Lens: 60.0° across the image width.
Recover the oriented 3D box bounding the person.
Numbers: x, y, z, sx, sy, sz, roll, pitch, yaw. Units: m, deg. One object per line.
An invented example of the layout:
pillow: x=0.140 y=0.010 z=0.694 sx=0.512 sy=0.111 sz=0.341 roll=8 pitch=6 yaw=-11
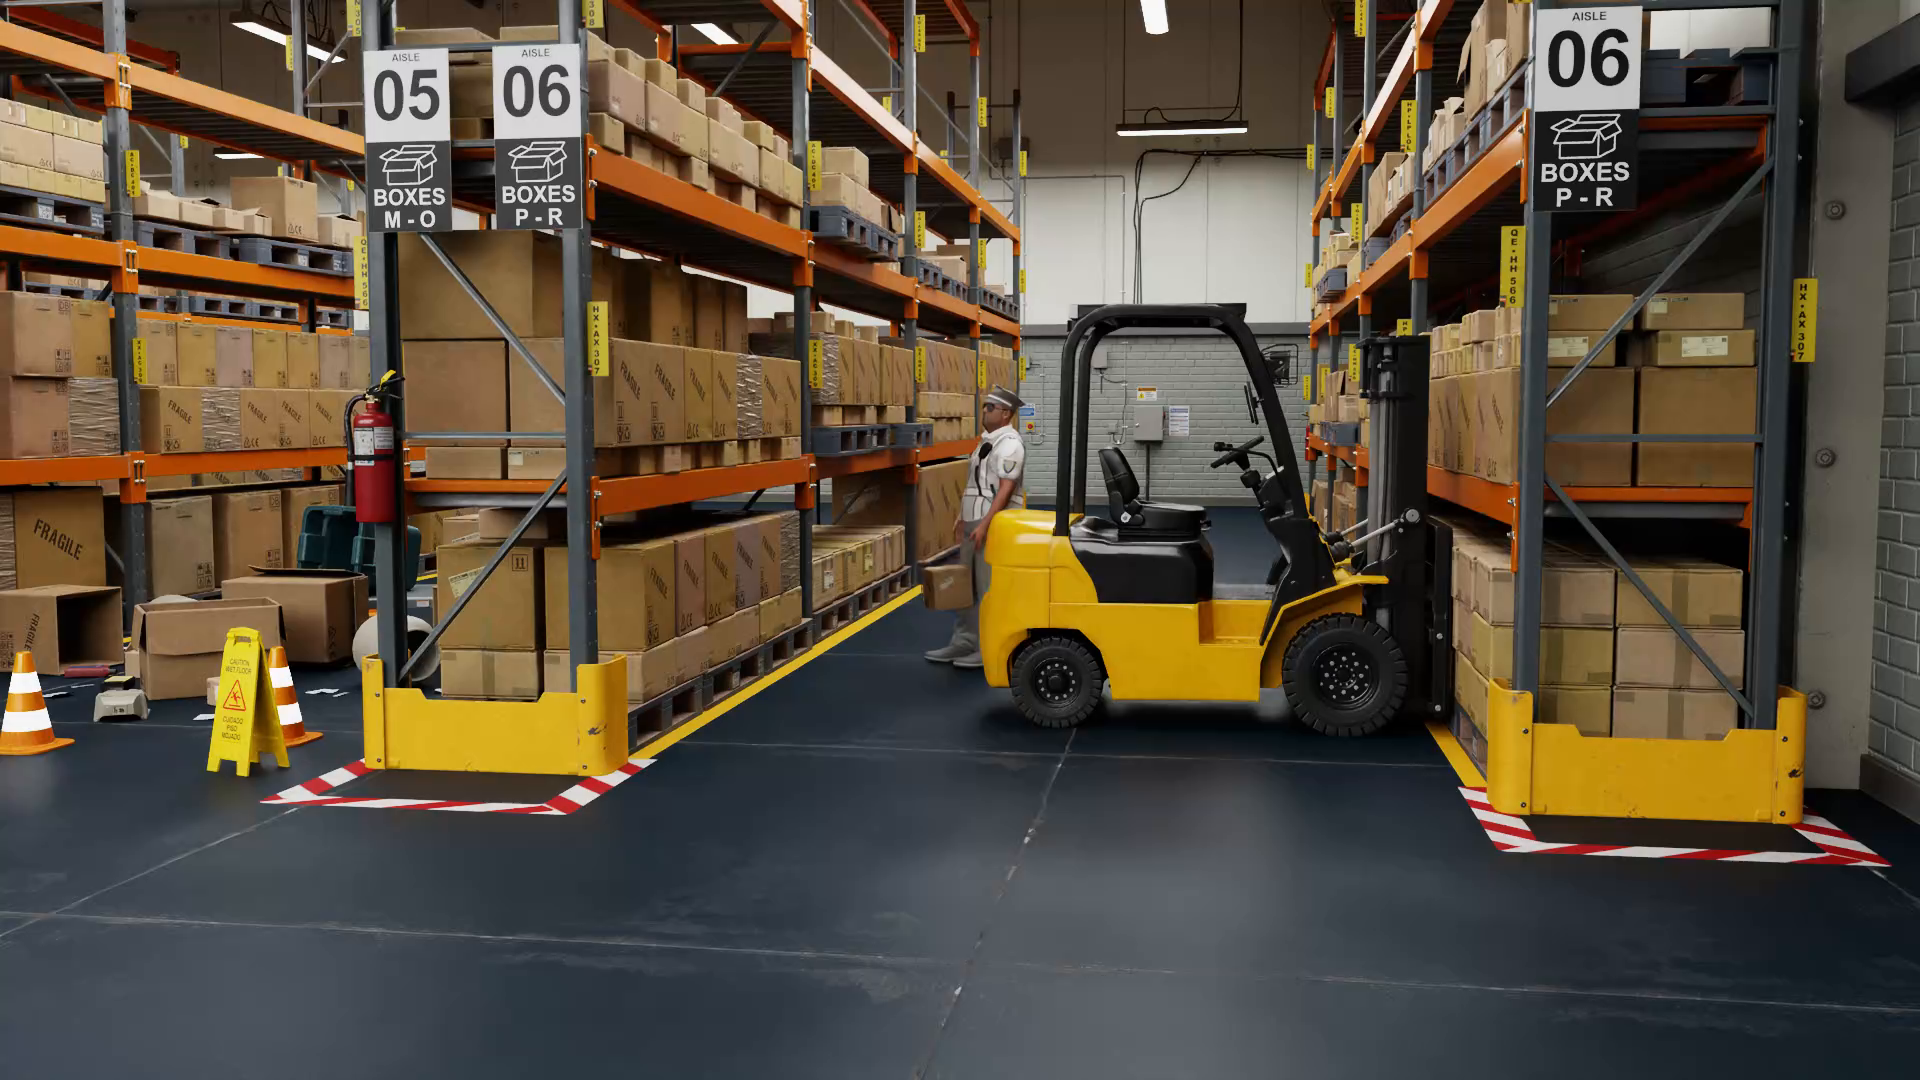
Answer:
person: x=0.109 y=-0.095 z=10.505 sx=0.571 sy=1.783 sz=0.609 roll=-1 pitch=5 yaw=-16
